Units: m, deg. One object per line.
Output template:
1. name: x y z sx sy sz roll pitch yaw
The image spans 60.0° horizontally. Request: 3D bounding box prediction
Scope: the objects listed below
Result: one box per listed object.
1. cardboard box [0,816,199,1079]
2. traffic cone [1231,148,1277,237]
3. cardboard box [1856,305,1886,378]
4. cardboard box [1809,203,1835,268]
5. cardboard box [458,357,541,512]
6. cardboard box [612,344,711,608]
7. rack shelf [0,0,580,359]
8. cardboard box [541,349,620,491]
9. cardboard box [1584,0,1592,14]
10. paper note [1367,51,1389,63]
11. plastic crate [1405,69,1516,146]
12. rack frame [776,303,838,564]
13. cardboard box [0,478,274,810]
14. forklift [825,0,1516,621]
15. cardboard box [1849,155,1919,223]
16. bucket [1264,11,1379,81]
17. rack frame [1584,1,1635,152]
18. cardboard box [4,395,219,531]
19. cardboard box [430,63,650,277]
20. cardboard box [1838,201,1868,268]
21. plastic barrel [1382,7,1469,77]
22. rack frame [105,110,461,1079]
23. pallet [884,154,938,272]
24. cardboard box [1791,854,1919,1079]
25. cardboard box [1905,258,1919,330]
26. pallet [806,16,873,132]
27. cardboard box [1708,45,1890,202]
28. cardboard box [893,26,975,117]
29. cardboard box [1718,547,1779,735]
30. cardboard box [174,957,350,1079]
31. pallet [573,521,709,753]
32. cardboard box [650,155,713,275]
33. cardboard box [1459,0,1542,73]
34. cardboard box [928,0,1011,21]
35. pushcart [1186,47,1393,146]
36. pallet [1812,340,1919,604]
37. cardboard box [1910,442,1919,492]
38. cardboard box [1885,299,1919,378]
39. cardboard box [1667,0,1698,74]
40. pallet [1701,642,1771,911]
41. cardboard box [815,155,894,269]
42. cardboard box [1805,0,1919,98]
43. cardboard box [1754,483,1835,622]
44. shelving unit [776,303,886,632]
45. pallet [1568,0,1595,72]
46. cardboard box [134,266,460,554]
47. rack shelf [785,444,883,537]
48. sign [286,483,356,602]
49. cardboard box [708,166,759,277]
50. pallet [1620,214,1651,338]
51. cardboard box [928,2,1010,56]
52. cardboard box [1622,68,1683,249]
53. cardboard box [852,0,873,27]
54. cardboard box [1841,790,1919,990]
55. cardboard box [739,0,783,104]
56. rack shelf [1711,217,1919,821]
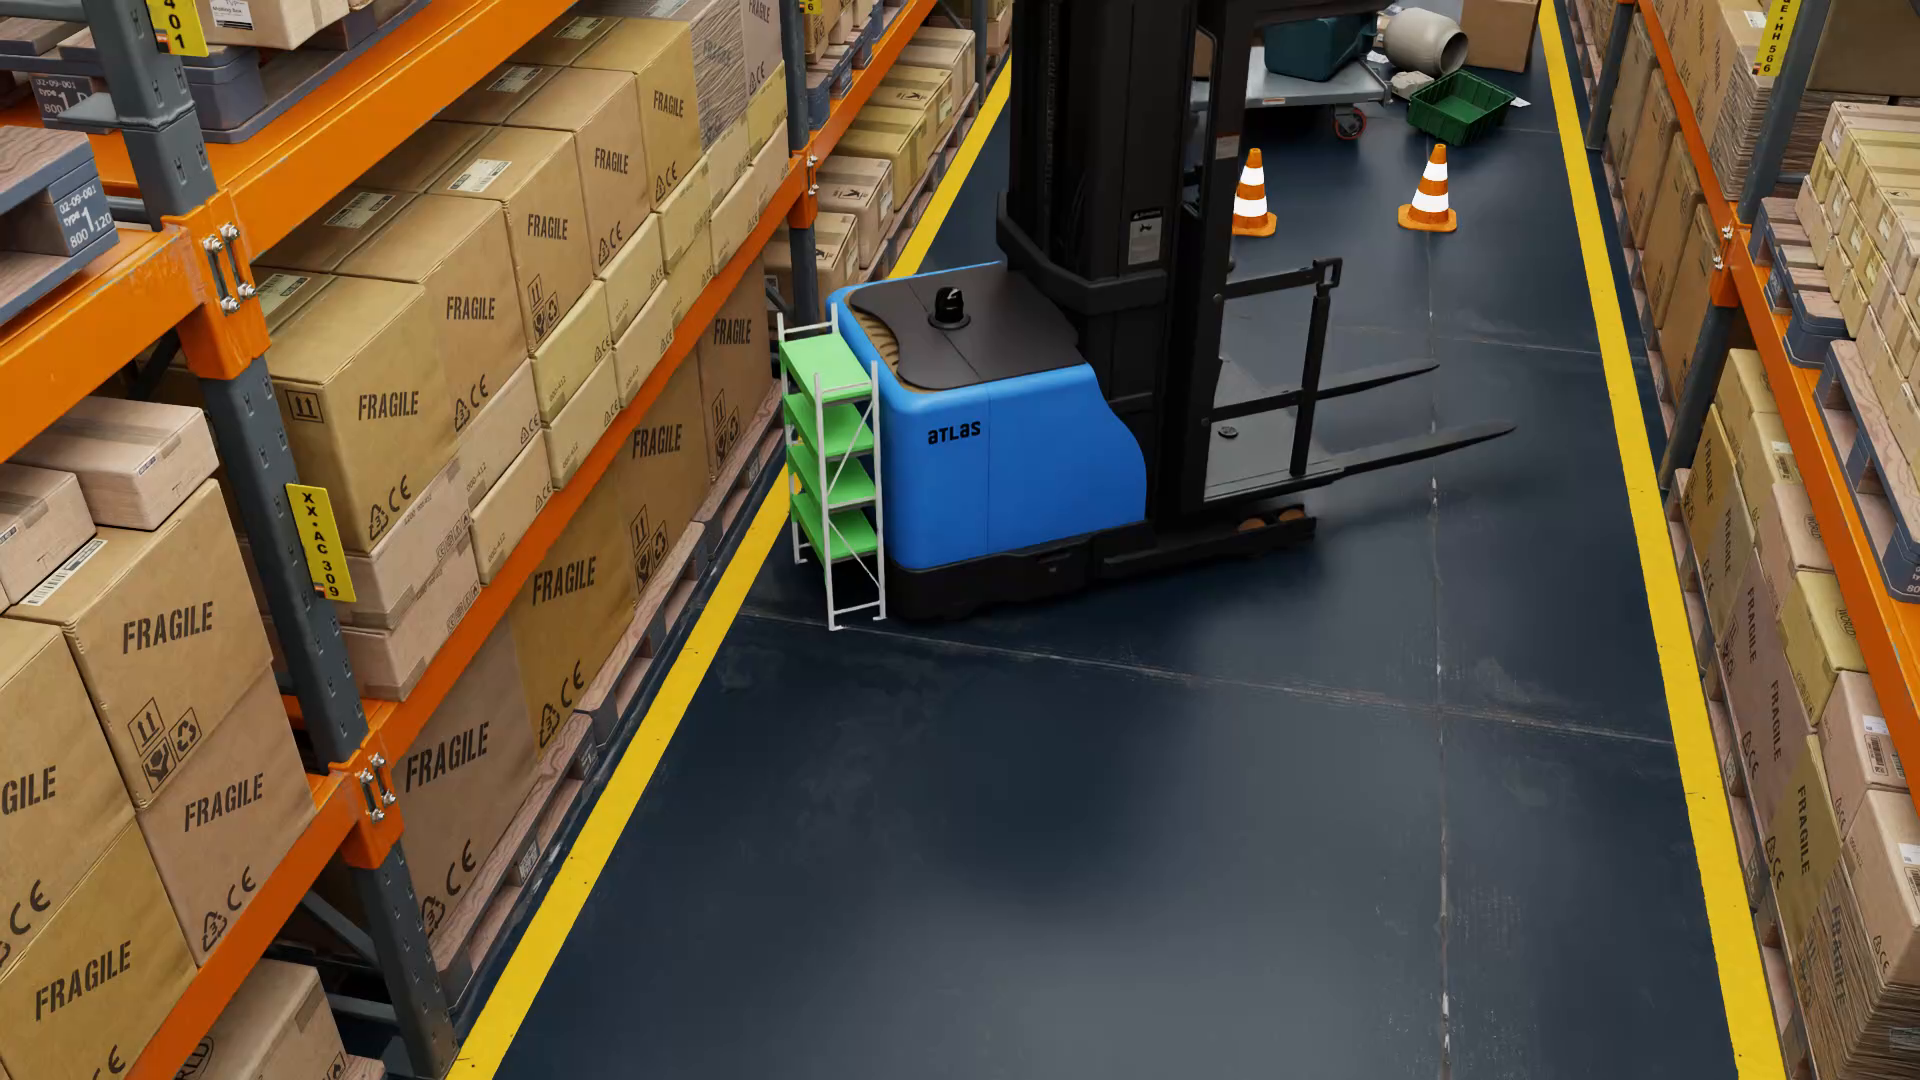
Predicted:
1. cardboard box: -1.984 0.877 3.399 0.500 0.500 0.500 6 36 9
2. traffic cone: 1.697 -2.057 9.694 0.336 0.463 0.334 7 37 10
3. cardboard box: 3.164 -0.627 5.416 0.380 0.149 0.250 8 37 11
4. cardboard box: 3.332 -1.090 6.054 0.380 0.149 0.250 9 37 12
5. cardboard box: -1.577 -0.337 4.861 0.500 0.250 0.500 8 37 11
6. cardboard box: -1.599 -0.383 6.674 0.875 0.875 0.875 8 37 11
7. rack shelf: -1.603 -1.746 5.160 1.077 0.370 4.000 7 37 10
8. cardboard box: -1.444 -0.423 5.406 0.500 0.250 0.500 7 37 10
9. cardboard box: 5.124 -4.401 12.219 0.875 0.875 0.875 7 36 9
10. paper note: 3.038 -3.502 12.063 0.172 0.023 0.155 20 41 26
11. plastic crate: 3.293 -2.848 10.971 0.450 0.188 0.662 36 48 26
12. rack frame: -0.593 -0.411 6.795 0.240 1.200 0.015 -13 38 -17
13. cardboard box: -1.861 0.184 3.503 0.500 0.500 0.500 7 37 10
14. forklift: 1.003 -1.391 6.671 3.031 2.935 1.130 -12 38 -17
15. cardboard box: 3.282 -1.181 5.672 0.380 0.149 0.250 7 37 10
16. bucket: 2.313 -3.357 10.820 0.726 0.611 0.620 20 51 26
17. rack frame: 4.536 -3.700 9.799 1.000 3.000 0.127 7 37 10
18. cardboard box: -1.785 -0.168 3.435 0.380 0.149 0.250 7 36 9
19. cardboard box: -1.360 -1.217 5.436 0.500 0.500 0.500 7 36 9
20. cardboard box: 3.273 -1.034 5.724 0.380 0.149 0.250 6 36 9
21. plastic barrel: 3.280 -3.499 11.718 0.421 0.421 0.512 -24 42 -30
22. rack frame: -2.030 0.324 4.247 1.000 3.000 0.127 7 37 10
23. pallet: -0.745 -1.985 9.809 1.003 0.211 1.213 7 37 10
24. cardboard box: 2.739 1.273 4.710 0.500 0.500 0.500 7 36 9
25. cardboard box: 3.115 -0.722 5.039 0.380 0.149 0.250 8 37 11
26. pallet: -1.128 -2.313 8.049 1.213 0.211 1.003 7 37 10
27. cardboard box: 3.516 -1.739 7.008 0.500 0.500 0.500 7 37 10
28. cardboard box: -0.431 -3.067 10.808 0.950 0.372 0.625 8 37 11
29. cardboard box: 3.072 0.392 5.925 0.500 0.500 0.500 6 36 9
30. cardboard box: -2.269 1.538 4.398 0.875 0.438 0.875 7 36 9
31. pallet: -1.680 0.300 6.657 1.003 0.211 1.213 7 37 10
32. cardboard box: -1.226 -1.211 6.067 0.500 0.250 0.500 6 36 9
33. cardboard box: 3.865 -3.707 11.937 0.500 0.500 0.500 14 38 18
34. cardboard box: 0.069 -3.927 11.459 0.500 0.500 0.500 9 37 12
35. pushcart: 1.917 -2.944 10.990 1.648 0.377 0.936 -5 36 -6
36. pallet: 3.299 -0.189 5.118 1.003 0.211 1.213 7 37 10
37. cardboard box: 2.994 -0.182 4.801 0.380 0.149 0.250 9 37 12
38. cardboard box: 3.109 -0.605 5.131 0.380 0.149 0.250 7 37 10
39. cardboard box: 3.836 -2.606 8.204 0.500 0.500 0.500 8 37 11
40. pallet: 3.251 0.868 5.873 1.003 0.211 1.213 7 37 10
41. cardboard box: -0.895 -1.822 9.089 0.950 0.372 0.625 7 36 9
42. cardboard box: 3.787 -2.108 6.665 0.700 0.500 0.500 7 37 10
43. cardboard box: 3.071 0.070 5.731 0.500 0.250 0.500 8 37 10
44. shelving unit: -0.506 -0.277 6.610 0.258 1.200 0.503 -13 38 -17
45. pallet: 5.033 -3.698 12.173 1.003 0.211 1.213 7 37 10
46. cardboard box: -1.655 -0.338 4.222 0.500 0.500 0.500 8 37 11
47. rack shelf: -0.506 -0.226 6.648 0.258 0.148 0.480 -13 38 -17
48. sign: -1.488 0.010 3.875 0.100 0.325 0.005 7 37 10
49. cardboard box: -1.124 -1.291 6.603 0.500 0.250 0.500 8 37 11
50. pallet: 4.186 -1.417 9.026 1.003 0.211 1.213 7 37 10
51. cardboard box: 0.069 -3.624 11.679 0.500 0.250 0.500 6 36 8
52. cardboard box: 4.282 -2.039 9.067 1.050 0.750 0.750 7 37 10
53. cardboard box: -0.649 -2.665 8.227 0.380 0.149 0.250 8 37 10
54. cardboard box: 2.739 0.966 4.494 0.500 0.250 0.500 6 36 9
55. cardboard box: -1.031 -2.085 6.634 0.500 0.500 0.500 6 36 9
56. rack shelf: 3.255 0.031 5.264 1.077 0.370 4.000 7 37 10
